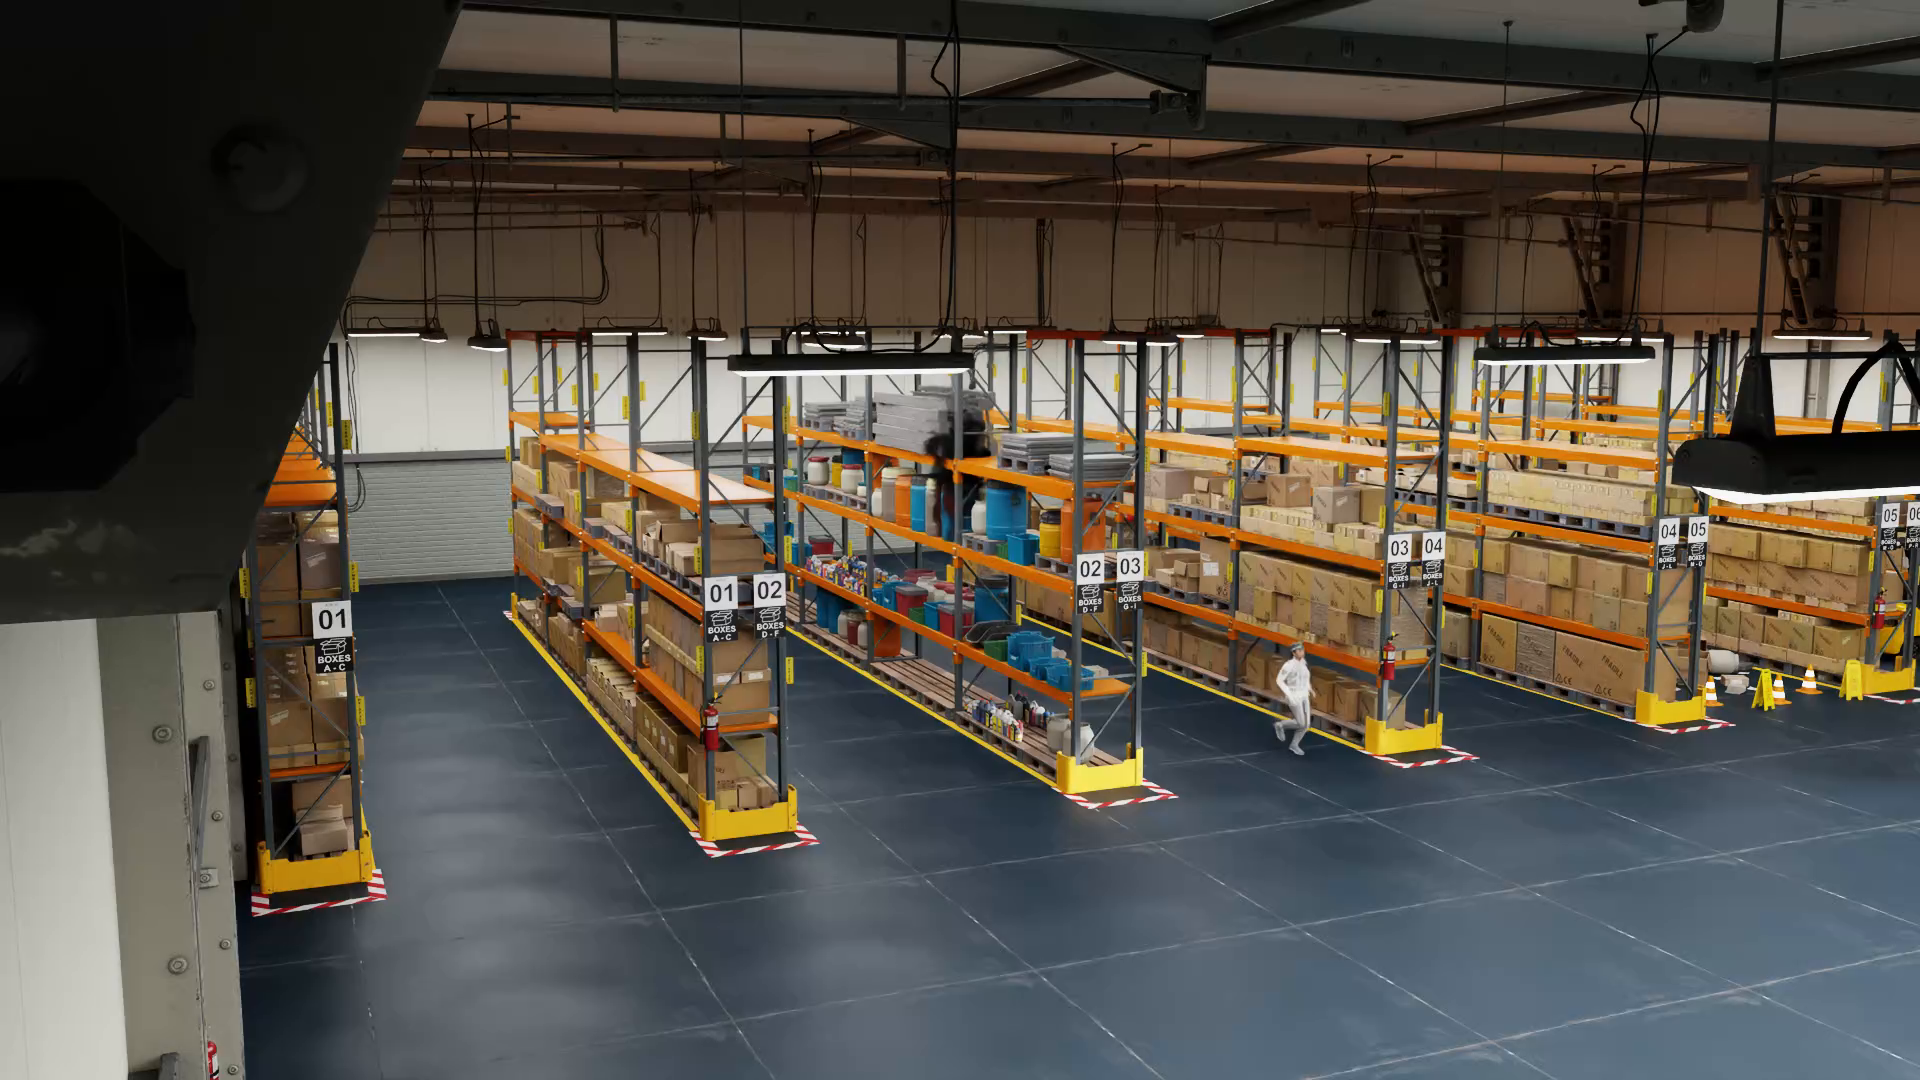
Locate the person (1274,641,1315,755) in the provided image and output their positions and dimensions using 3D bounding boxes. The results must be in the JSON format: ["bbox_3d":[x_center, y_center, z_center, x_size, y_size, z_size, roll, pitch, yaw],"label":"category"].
[{"bbox_3d":[4.849,2.265,24.079,0.629,1.670,0.550,-6,10,-39],"label":"person"}]

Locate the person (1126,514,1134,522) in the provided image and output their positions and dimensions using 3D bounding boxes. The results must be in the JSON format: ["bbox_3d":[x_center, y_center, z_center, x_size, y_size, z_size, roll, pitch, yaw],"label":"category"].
[{"bbox_3d":[4.343,-0.145,41.751,0.772,1.729,0.808,-2,8,-11],"label":"person"}]

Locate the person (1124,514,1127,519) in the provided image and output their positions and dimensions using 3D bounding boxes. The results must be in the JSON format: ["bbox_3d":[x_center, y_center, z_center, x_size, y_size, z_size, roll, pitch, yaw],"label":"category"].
[{"bbox_3d":[3.834,0.218,38.868,0.623,1.717,0.667,-2,8,-14],"label":"person"}]

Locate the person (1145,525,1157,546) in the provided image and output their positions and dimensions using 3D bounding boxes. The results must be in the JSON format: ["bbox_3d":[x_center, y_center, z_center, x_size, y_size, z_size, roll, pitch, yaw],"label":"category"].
[{"bbox_3d":[4.010,0.525,36.274,0.649,1.730,0.938,-4,9,-27],"label":"person"}]
